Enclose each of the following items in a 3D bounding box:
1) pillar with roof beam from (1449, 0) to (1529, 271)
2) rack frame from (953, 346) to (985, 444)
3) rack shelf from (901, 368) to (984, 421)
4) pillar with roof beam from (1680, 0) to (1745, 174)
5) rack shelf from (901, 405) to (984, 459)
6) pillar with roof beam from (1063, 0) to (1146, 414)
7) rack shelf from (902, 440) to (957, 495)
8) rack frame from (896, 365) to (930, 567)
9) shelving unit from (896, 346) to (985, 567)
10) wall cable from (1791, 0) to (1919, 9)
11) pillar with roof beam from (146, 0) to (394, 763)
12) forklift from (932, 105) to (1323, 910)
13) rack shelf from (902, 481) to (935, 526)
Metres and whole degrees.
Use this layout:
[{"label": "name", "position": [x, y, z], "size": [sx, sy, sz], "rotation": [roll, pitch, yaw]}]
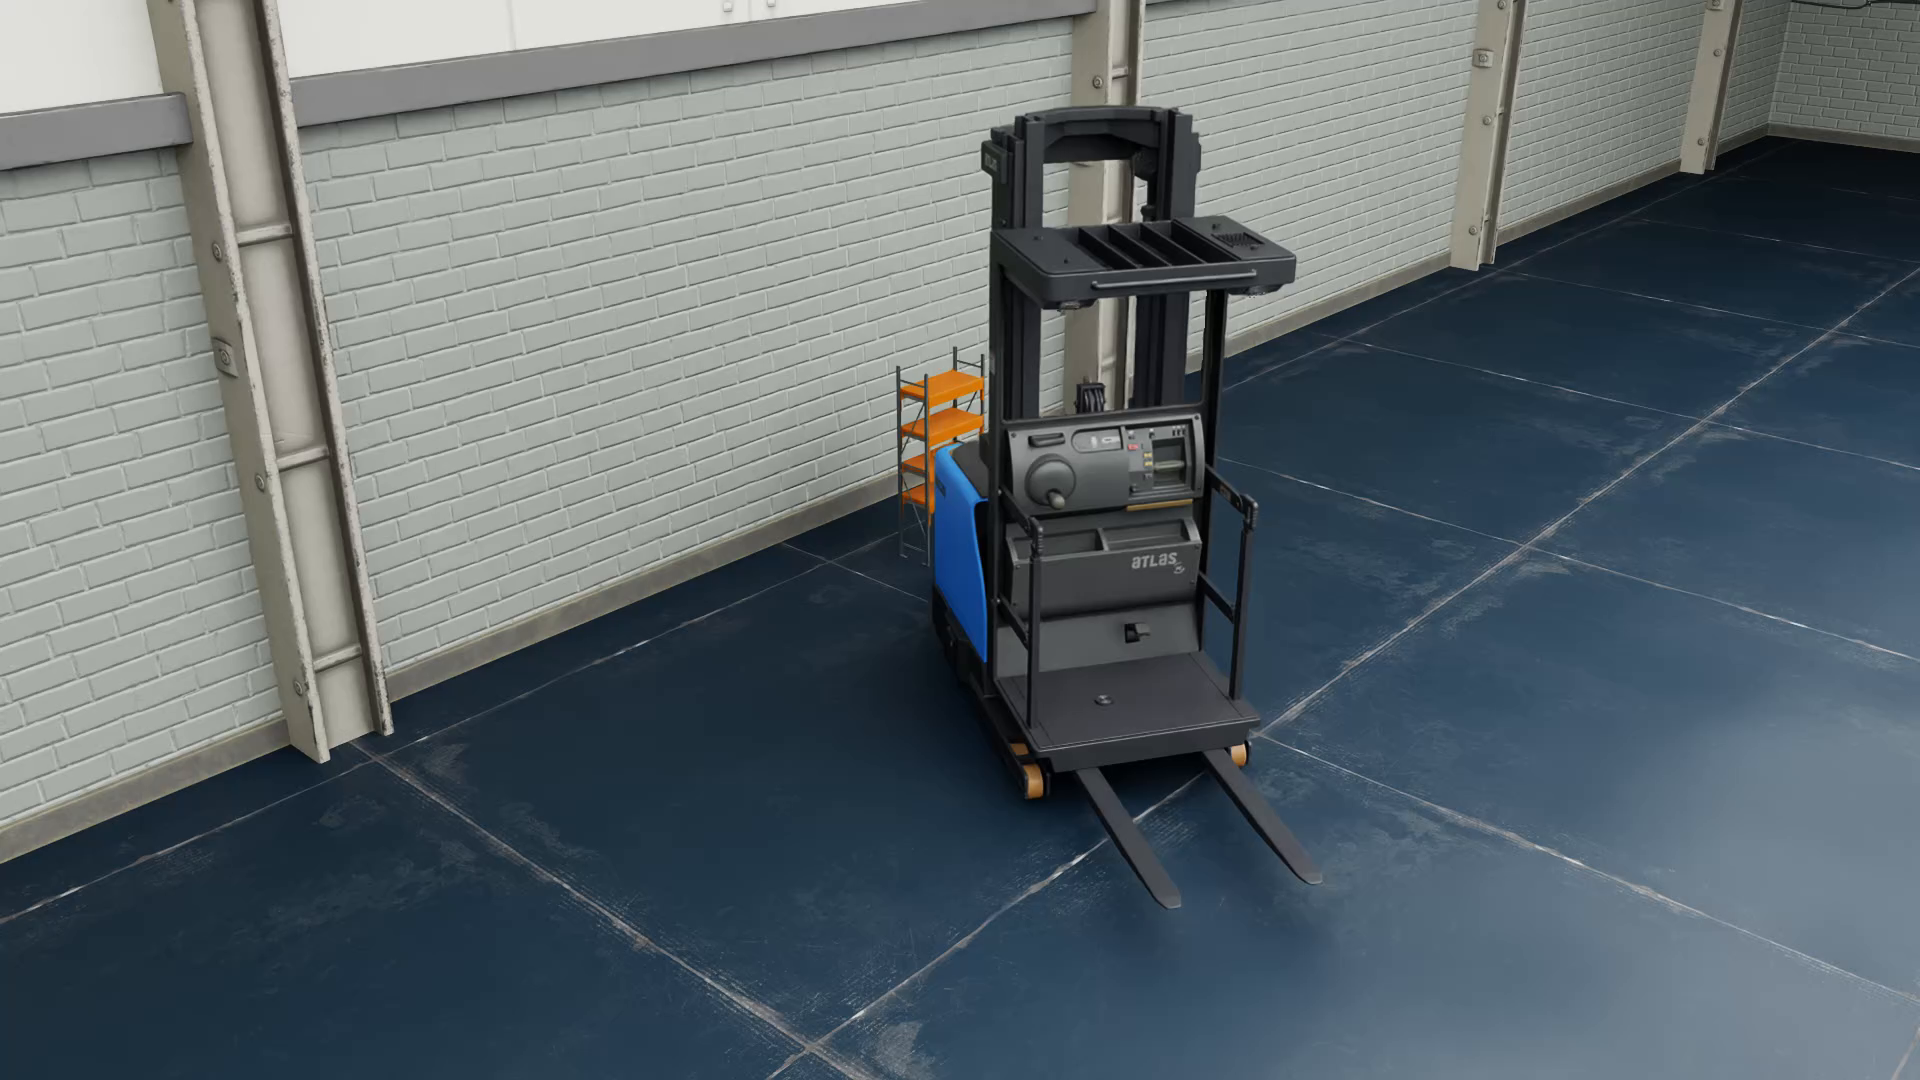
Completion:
[{"label": "pillar with roof beam", "position": [8.197, -5.628, 11.803], "size": [9.100, 9.000, 0.400], "rotation": [20, 31, 38]}, {"label": "rack frame", "position": [0.052, -0.571, 10.058], "size": [0.240, 1.200, 0.015], "rotation": [20, 31, 38]}, {"label": "rack shelf", "position": [-0.110, -0.856, 9.731], "size": [0.258, 0.148, 0.480], "rotation": [20, 31, 38]}, {"label": "pillar with roof beam", "position": [12.202, -7.456, 15.880], "size": [9.100, 9.000, 0.400], "rotation": [20, 31, 38]}, {"label": "rack shelf", "position": [-0.110, -0.640, 9.828], "size": [0.258, 0.148, 0.480], "rotation": [20, 31, 38]}, {"label": "pillar with roof beam", "position": [4.193, -3.800, 7.726], "size": [9.100, 9.000, 0.400], "rotation": [20, 31, 38]}, {"label": "rack shelf", "position": [-0.110, -0.436, 9.920], "size": [0.258, 0.148, 0.480], "rotation": [20, 31, 38]}, {"label": "rack frame", "position": [-0.273, -0.423, 9.726], "size": [0.240, 1.200, 0.015], "rotation": [20, 31, 38]}, {"label": "shelving unit", "position": [-0.110, -0.497, 9.892], "size": [0.258, 1.200, 0.503], "rotation": [20, 31, 38]}, {"label": "wall cable", "position": [11.947, -7.751, 20.334], "size": [3.097, 2.526, 0.112], "rotation": [20, 31, 38]}, {"label": "pillar with roof beam", "position": [0.188, -1.972, 3.649], "size": [9.100, 9.000, 0.400], "rotation": [20, 31, 38]}, {"label": "forklift", "position": [0.731, -0.327, 7.397], "size": [1.130, 2.935, 3.031], "rotation": [-6, 25, -14]}, {"label": "rack shelf", "position": [-0.110, -0.254, 10.001], "size": [0.258, 0.148, 0.480], "rotation": [20, 31, 38]}]
